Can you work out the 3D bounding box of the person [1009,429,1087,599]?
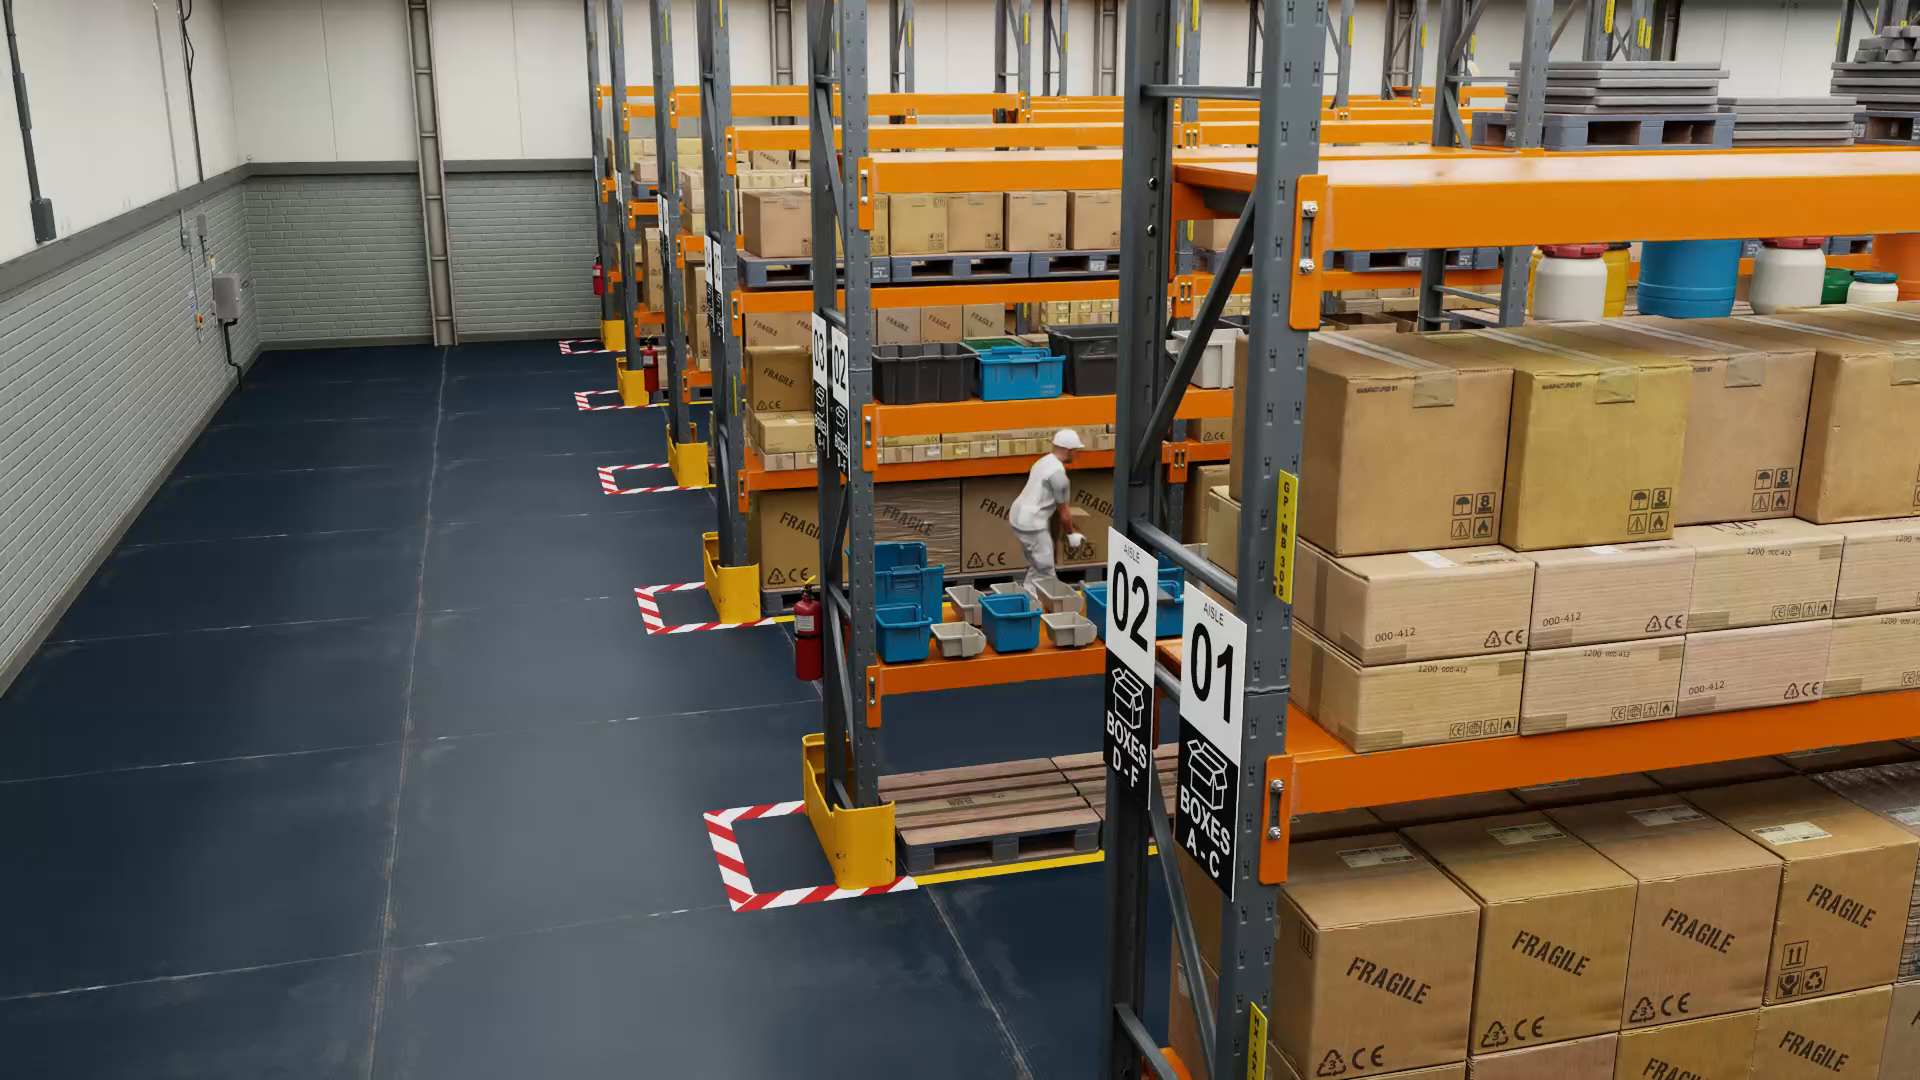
[{"bbox_3d":[0.738,-0.081,13.929,0.639,1.701,0.468,-5,16,-16],"label":"person"}]
